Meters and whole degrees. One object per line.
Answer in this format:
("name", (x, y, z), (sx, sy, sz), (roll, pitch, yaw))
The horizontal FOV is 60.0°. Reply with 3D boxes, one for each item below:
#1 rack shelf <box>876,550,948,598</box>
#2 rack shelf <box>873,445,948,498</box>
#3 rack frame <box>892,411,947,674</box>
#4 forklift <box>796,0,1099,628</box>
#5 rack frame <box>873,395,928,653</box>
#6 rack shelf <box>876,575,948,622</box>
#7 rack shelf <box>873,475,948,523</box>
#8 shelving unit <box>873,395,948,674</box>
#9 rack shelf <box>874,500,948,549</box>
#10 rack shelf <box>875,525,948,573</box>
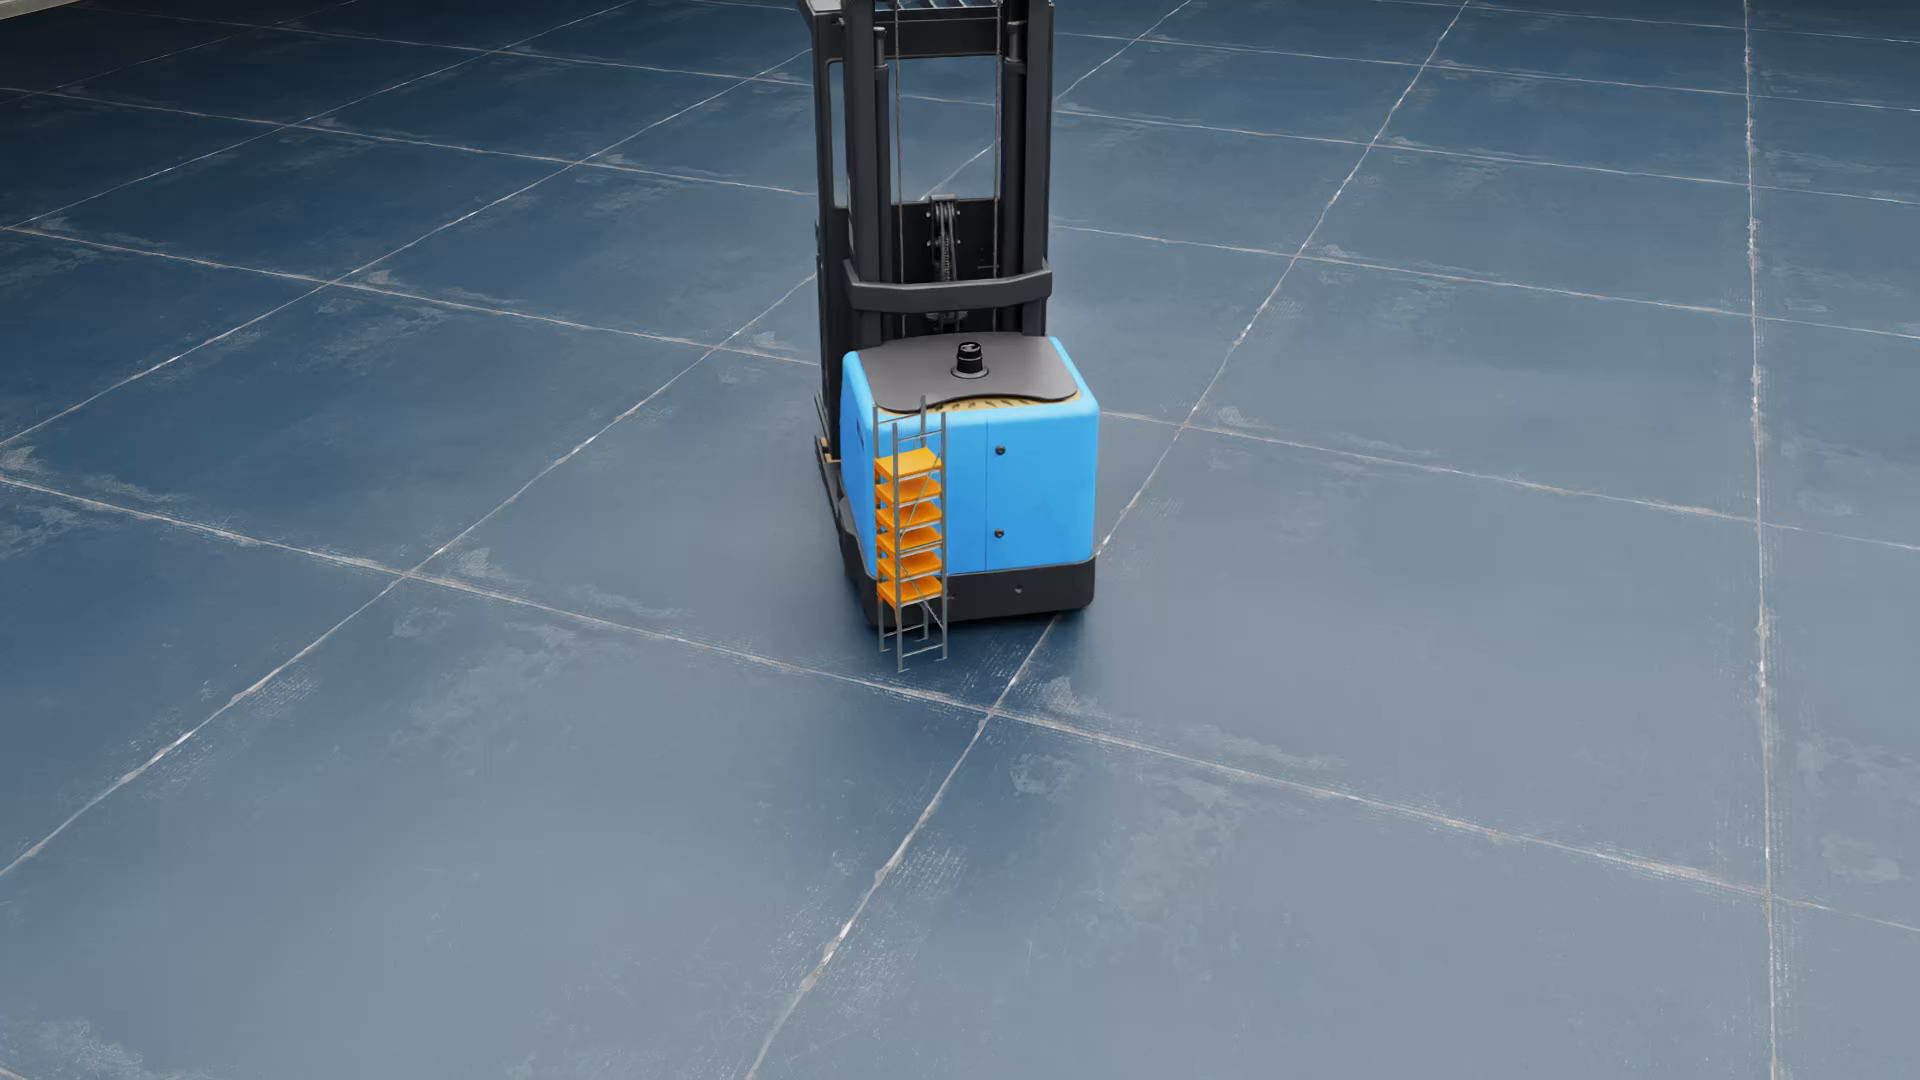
("rack shelf", (-0.206, 0.132, 7.130), (0.258, 0.103, 0.180), (-15, 33, -24))
("rack shelf", (-0.206, -0.285, 6.894), (0.258, 0.103, 0.180), (-15, 33, -24))
("rack frame", (-0.163, 0.029, 6.979), (0.240, 1.200, 0.006), (-15, 33, -24))
("forklift", (-0.168, -1.594, 8.091), (1.130, 2.935, 3.031), (-5, 30, -9))
("rack frame", (-0.249, -0.050, 7.120), (0.240, 1.200, 0.006), (-15, 33, -24))
("rack shelf", (-0.206, 0.237, 7.189), (0.258, 0.103, 0.180), (-15, 33, -24))
("rack shelf", (-0.206, -0.181, 6.953), (0.258, 0.103, 0.180), (-15, 33, -24))
("shelving unit", (-0.206, -0.011, 7.050), (0.258, 1.200, 0.189), (-15, 33, -24))
("rack shelf", (-0.206, -0.076, 7.012), (0.258, 0.103, 0.180), (-15, 33, -24))
("rack shelf", (-0.206, 0.028, 7.071), (0.258, 0.103, 0.180), (-15, 33, -24))
